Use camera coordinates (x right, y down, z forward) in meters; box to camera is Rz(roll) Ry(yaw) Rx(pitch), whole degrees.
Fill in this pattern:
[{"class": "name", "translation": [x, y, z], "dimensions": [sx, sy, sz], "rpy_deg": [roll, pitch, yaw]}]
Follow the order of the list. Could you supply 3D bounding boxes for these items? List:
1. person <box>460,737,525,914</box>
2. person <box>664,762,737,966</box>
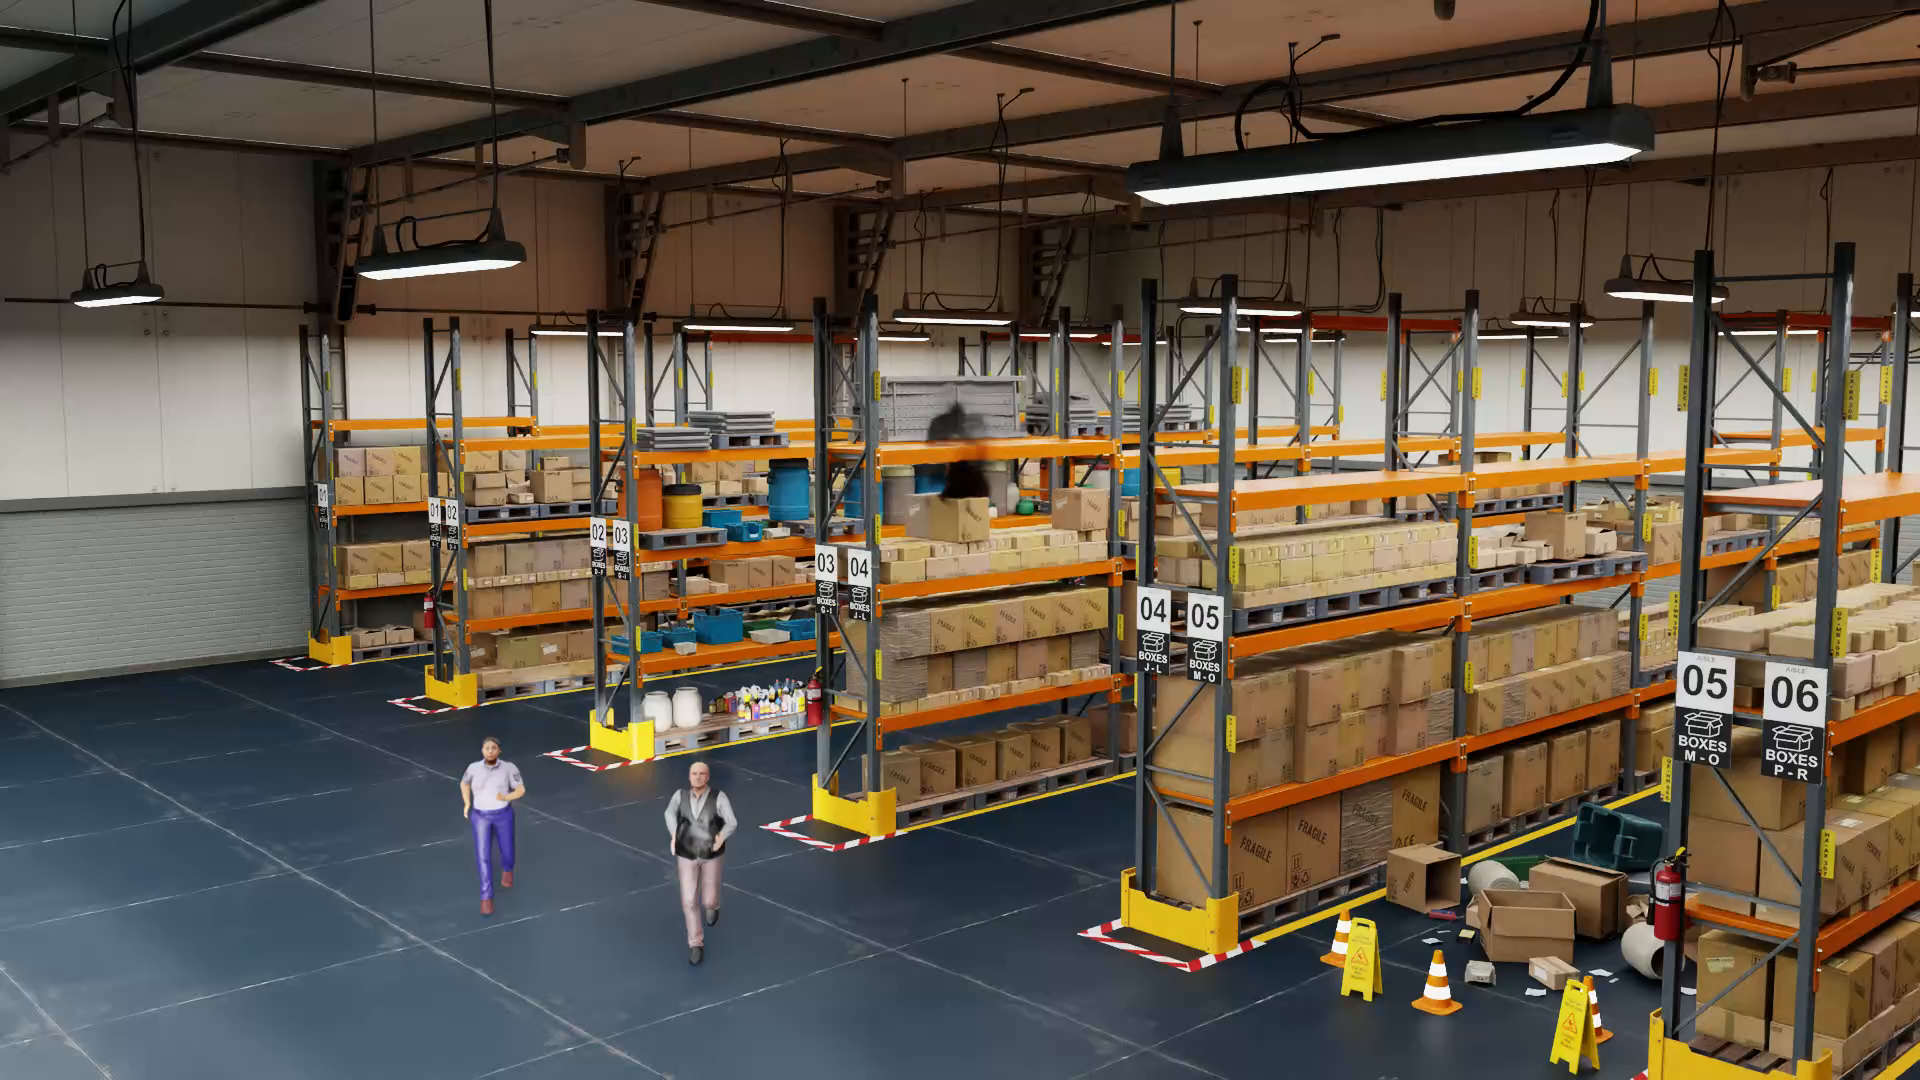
[{"class": "person", "translation": [-4.535, 2.715, 16.148], "dimensions": [0.615, 1.624, 0.899], "rpy_deg": [-1, 6, -13]}, {"class": "person", "translation": [-2.323, 2.829, 14.870], "dimensions": [0.662, 1.721, 0.875], "rpy_deg": [0, 6, -3]}]
